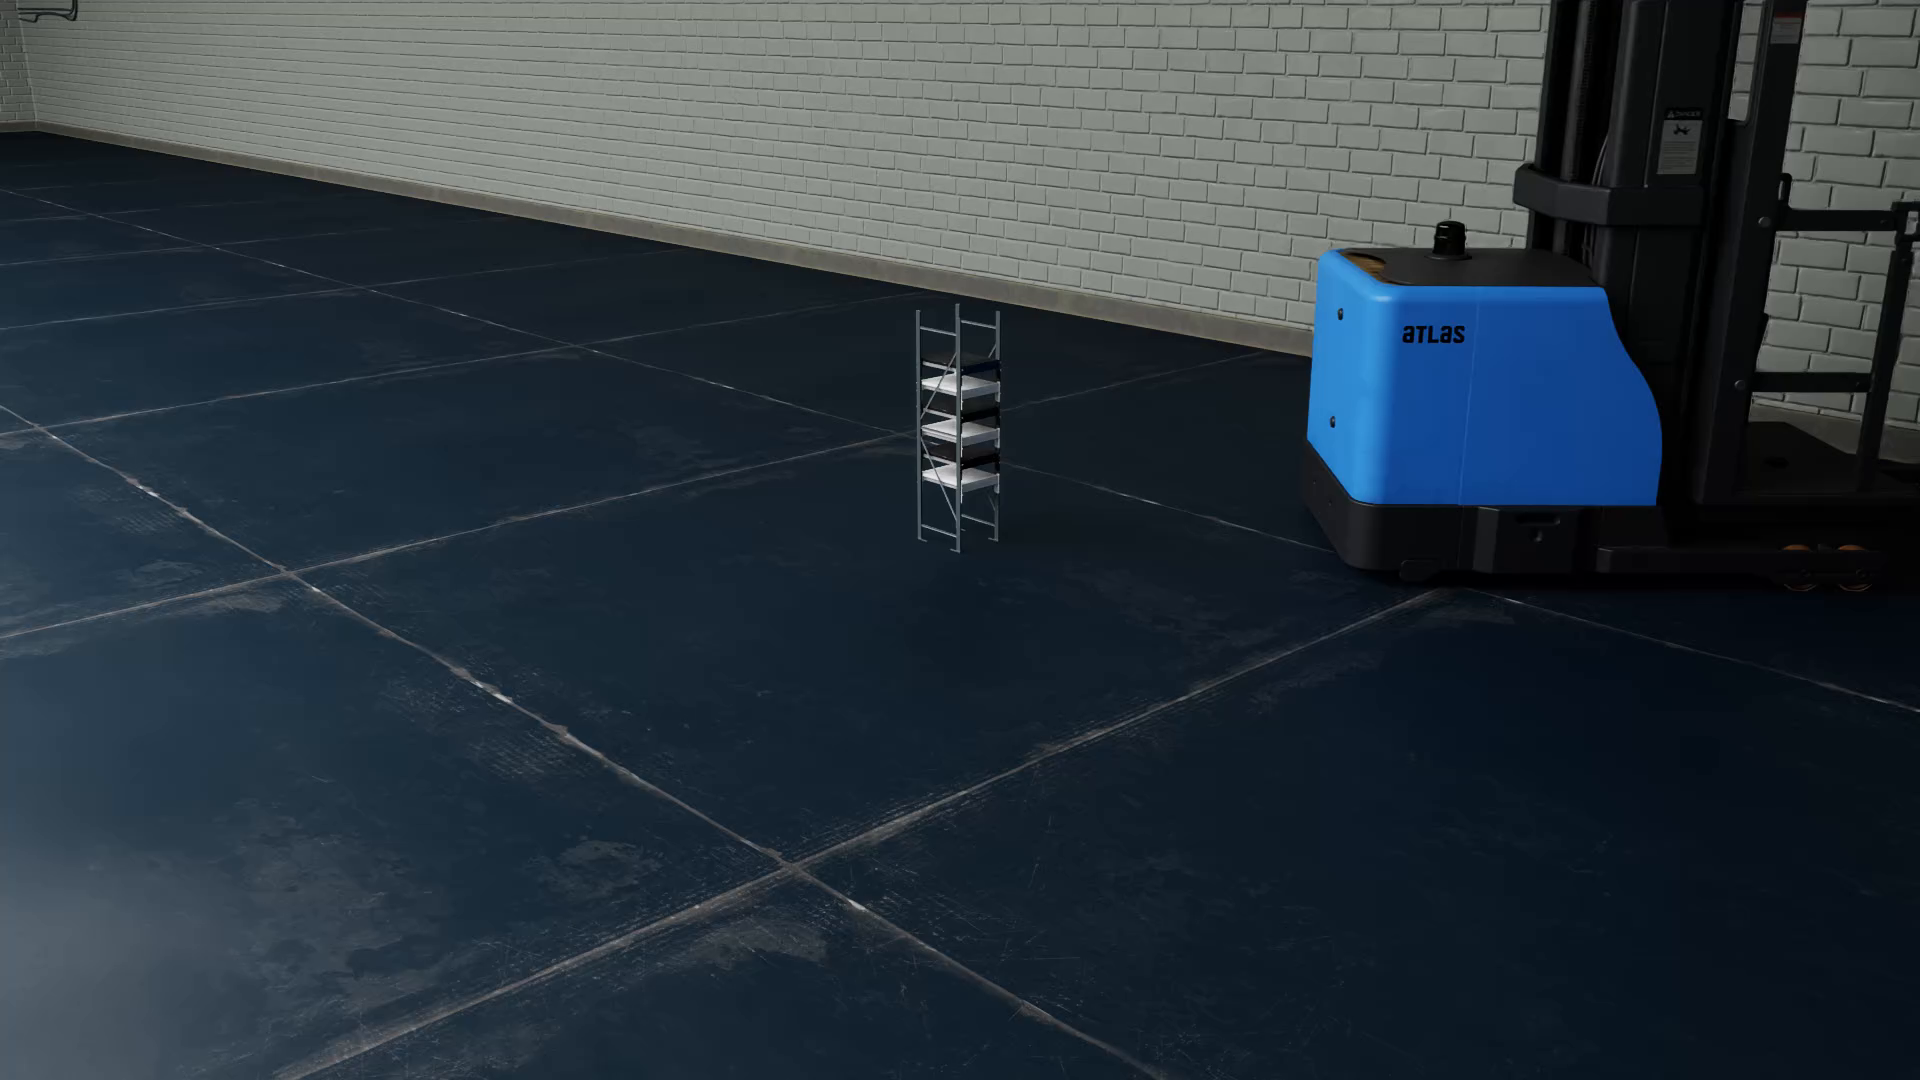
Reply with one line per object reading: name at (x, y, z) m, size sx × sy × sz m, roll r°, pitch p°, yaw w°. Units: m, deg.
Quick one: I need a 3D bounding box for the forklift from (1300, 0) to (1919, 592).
forklift at (2.905, -1.374, 5.971) m, size 3.031 × 2.935 × 1.130 m, roll 0°, pitch 18°, yaw 1°

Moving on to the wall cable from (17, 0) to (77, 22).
wall cable at (-13.951, -9.095, 24.981) m, size 0.112 × 2.526 × 3.097 m, roll -16°, pitch 24°, yaw -41°

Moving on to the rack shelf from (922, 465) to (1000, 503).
rack shelf at (-0.006, -0.223, 6.406) m, size 0.200 × 0.077 × 0.258 m, roll -16°, pitch 24°, yaw -41°

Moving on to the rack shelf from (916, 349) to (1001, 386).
rack shelf at (-0.006, -0.651, 6.268) m, size 0.200 × 0.077 × 0.258 m, roll -16°, pitch 24°, yaw -41°

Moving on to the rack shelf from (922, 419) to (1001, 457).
rack shelf at (-0.006, -0.395, 6.351) m, size 0.200 × 0.077 × 0.258 m, roll -16°, pitch 24°, yaw -41°

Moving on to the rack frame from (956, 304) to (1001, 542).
rack frame at (0.068, -0.448, 6.407) m, size 0.006 × 0.900 × 0.240 m, roll -16°, pitch 24°, yaw -41°

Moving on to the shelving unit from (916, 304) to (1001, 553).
shelving unit at (-0.006, -0.426, 6.341) m, size 0.210 × 0.900 × 0.258 m, roll -16°, pitch 24°, yaw -41°

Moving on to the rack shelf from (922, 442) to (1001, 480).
rack shelf at (-0.006, -0.309, 6.379) m, size 0.200 × 0.077 × 0.258 m, roll -16°, pitch 24°, yaw -41°

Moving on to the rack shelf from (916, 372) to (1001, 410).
rack shelf at (-0.006, -0.566, 6.295) m, size 0.200 × 0.077 × 0.258 m, roll -16°, pitch 24°, yaw -41°

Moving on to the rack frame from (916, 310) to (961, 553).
rack frame at (-0.080, -0.405, 6.274) m, size 0.006 × 0.900 × 0.240 m, roll -16°, pitch 24°, yaw -41°

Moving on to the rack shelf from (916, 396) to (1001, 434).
rack shelf at (-0.006, -0.480, 6.323) m, size 0.200 × 0.077 × 0.258 m, roll -16°, pitch 24°, yaw -41°
